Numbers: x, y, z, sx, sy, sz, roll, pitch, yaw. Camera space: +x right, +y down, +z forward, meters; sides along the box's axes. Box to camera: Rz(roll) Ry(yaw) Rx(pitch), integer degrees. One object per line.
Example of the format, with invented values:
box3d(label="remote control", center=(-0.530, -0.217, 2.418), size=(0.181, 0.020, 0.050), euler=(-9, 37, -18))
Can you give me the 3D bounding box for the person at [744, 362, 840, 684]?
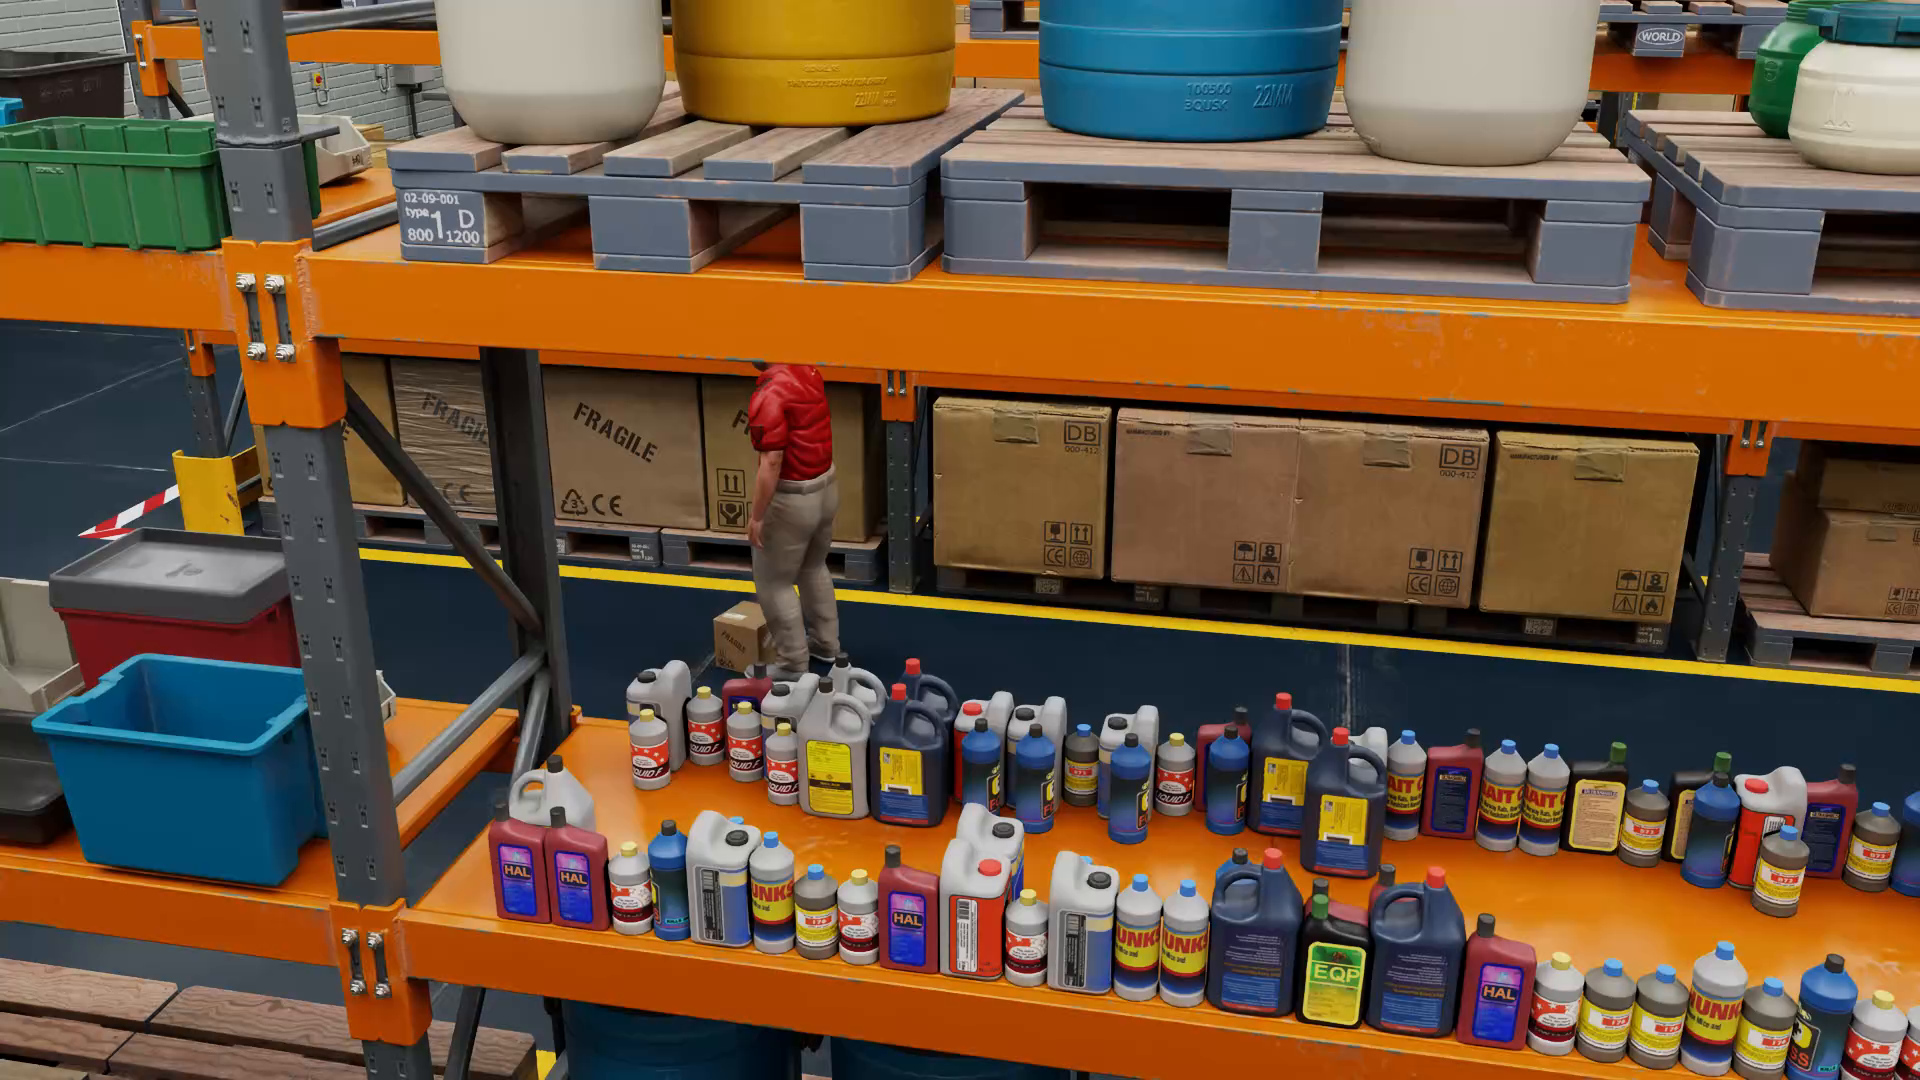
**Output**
box3d(label="person", center=(-0.773, -0.177, 7.555), size=(0.394, 1.727, 0.603), euler=(9, 23, 23))
